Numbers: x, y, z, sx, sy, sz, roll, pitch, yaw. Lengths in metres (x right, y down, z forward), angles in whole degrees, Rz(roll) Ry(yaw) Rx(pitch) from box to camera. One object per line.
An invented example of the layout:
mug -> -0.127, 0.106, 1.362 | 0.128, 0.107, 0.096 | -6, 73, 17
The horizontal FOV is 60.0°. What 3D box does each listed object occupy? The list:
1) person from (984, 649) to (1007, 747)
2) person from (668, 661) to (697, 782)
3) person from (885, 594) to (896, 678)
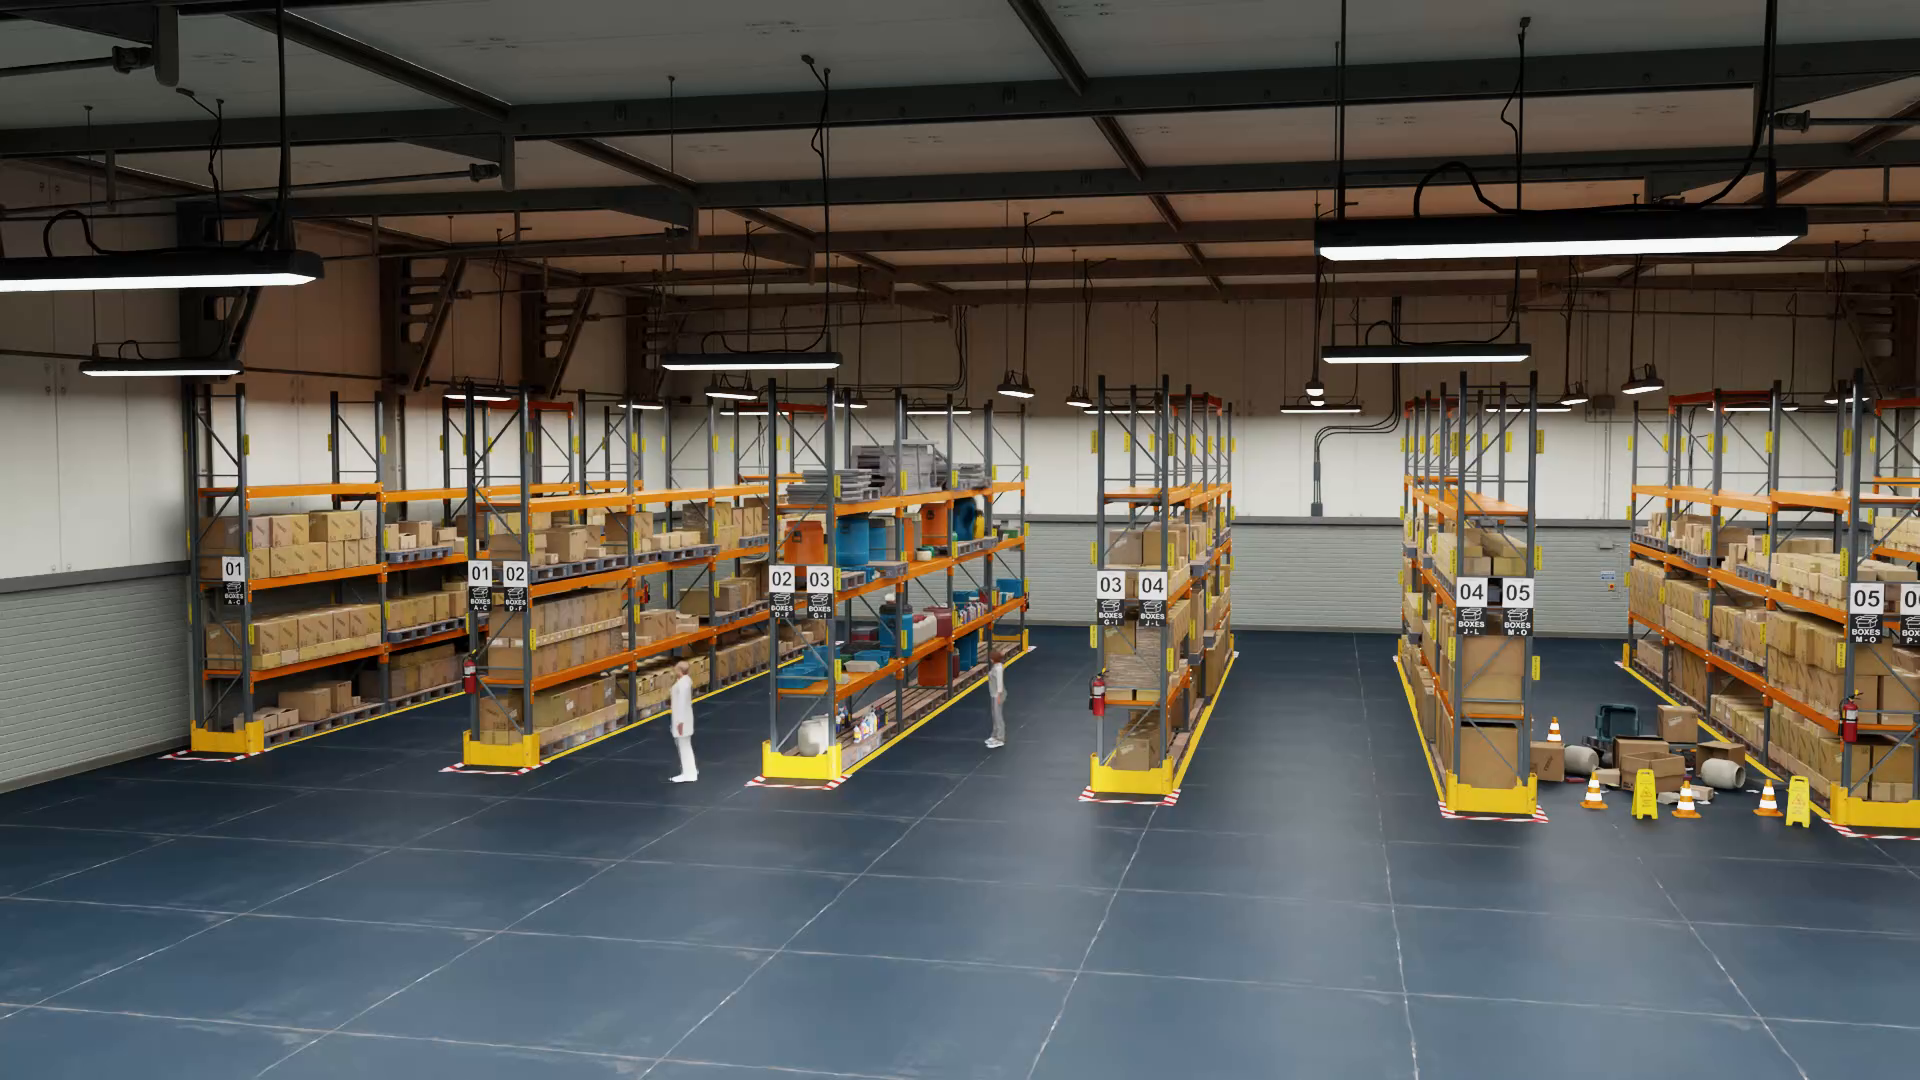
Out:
person -> 0.597, 2.616, 27.656 | 0.372, 1.603, 0.461 | 0, 3, -6
person -> -4.128, 2.704, 24.744 | 0.412, 1.823, 0.688 | 0, 3, -8
person -> -1.405, 2.053, 35.567 | 0.460, 1.782, 0.621 | 0, 3, 1
